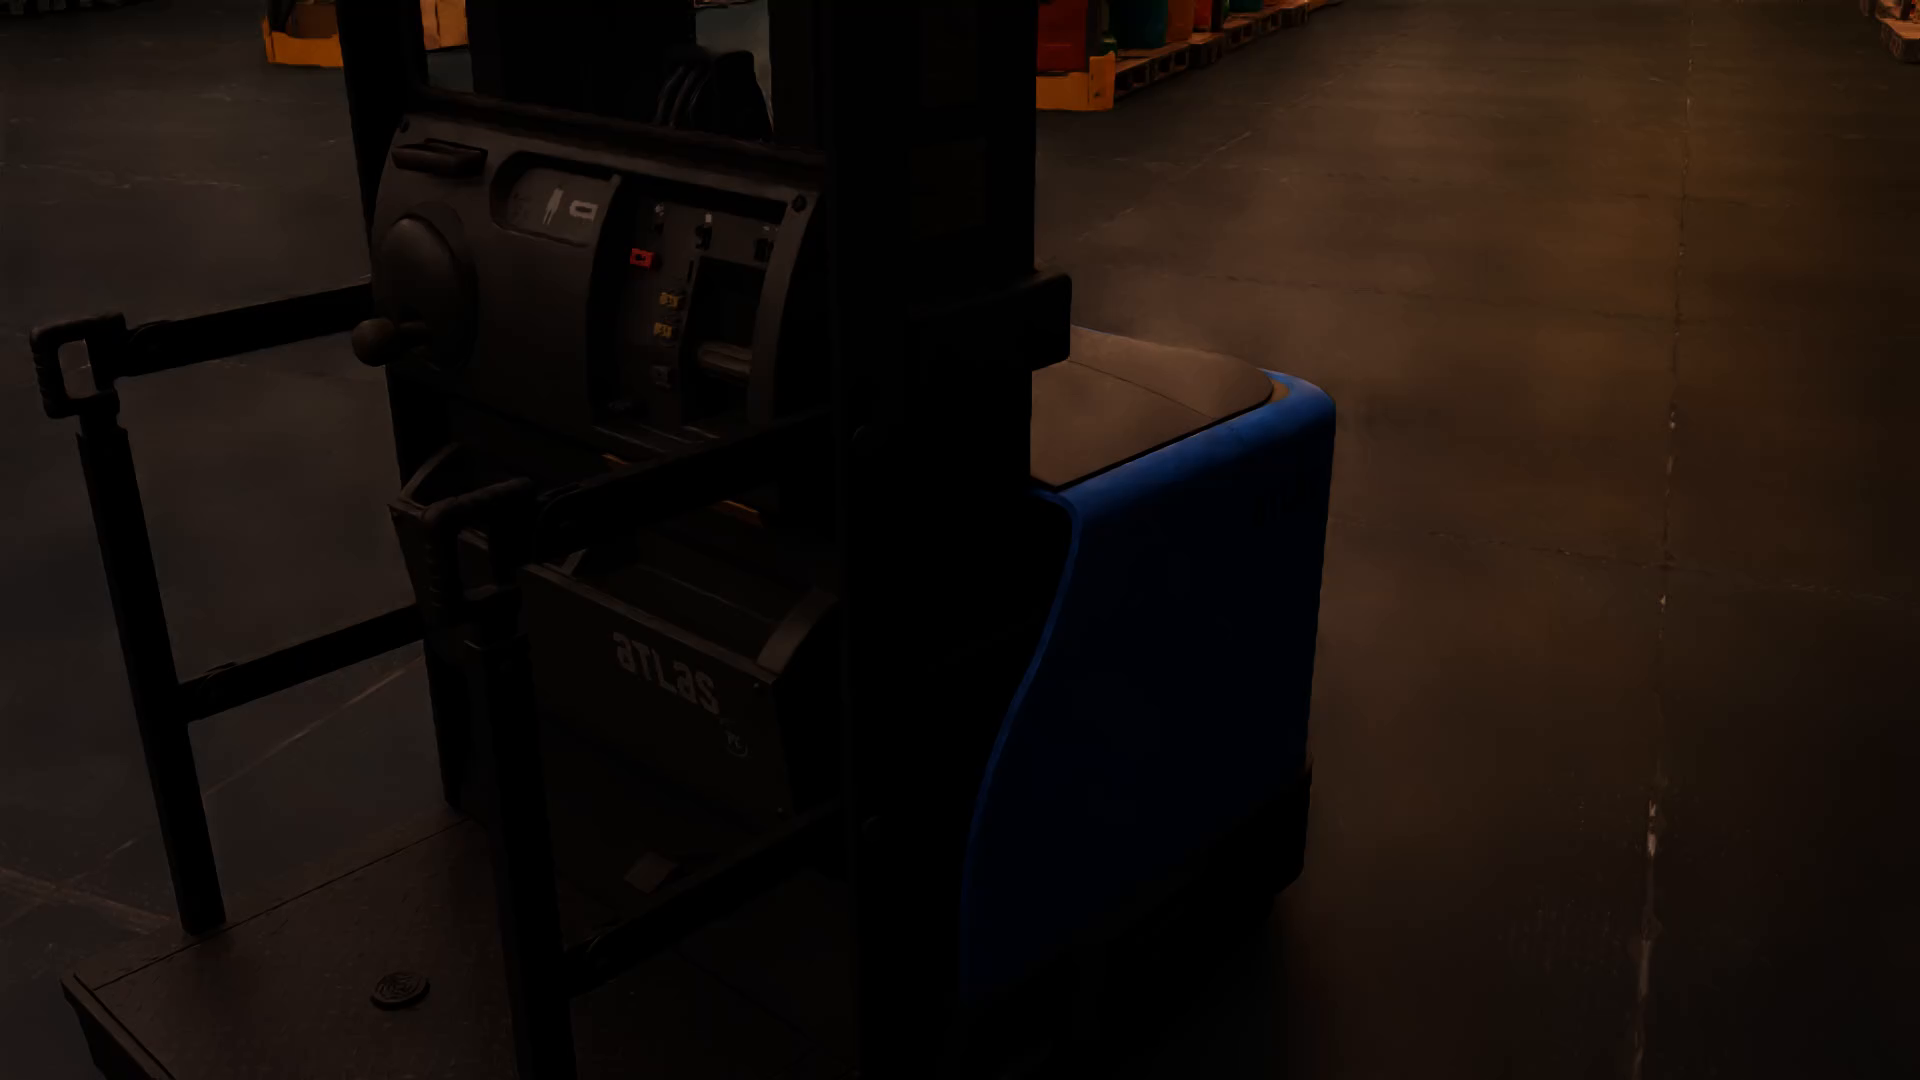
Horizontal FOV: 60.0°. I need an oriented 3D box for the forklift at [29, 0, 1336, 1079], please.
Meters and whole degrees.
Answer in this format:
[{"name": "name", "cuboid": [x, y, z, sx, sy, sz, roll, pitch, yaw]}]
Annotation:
[{"name": "forklift", "cuboid": [-0.673, -0.348, 2.124, 1.130, 2.935, 3.031, 19, 29, 38]}]
